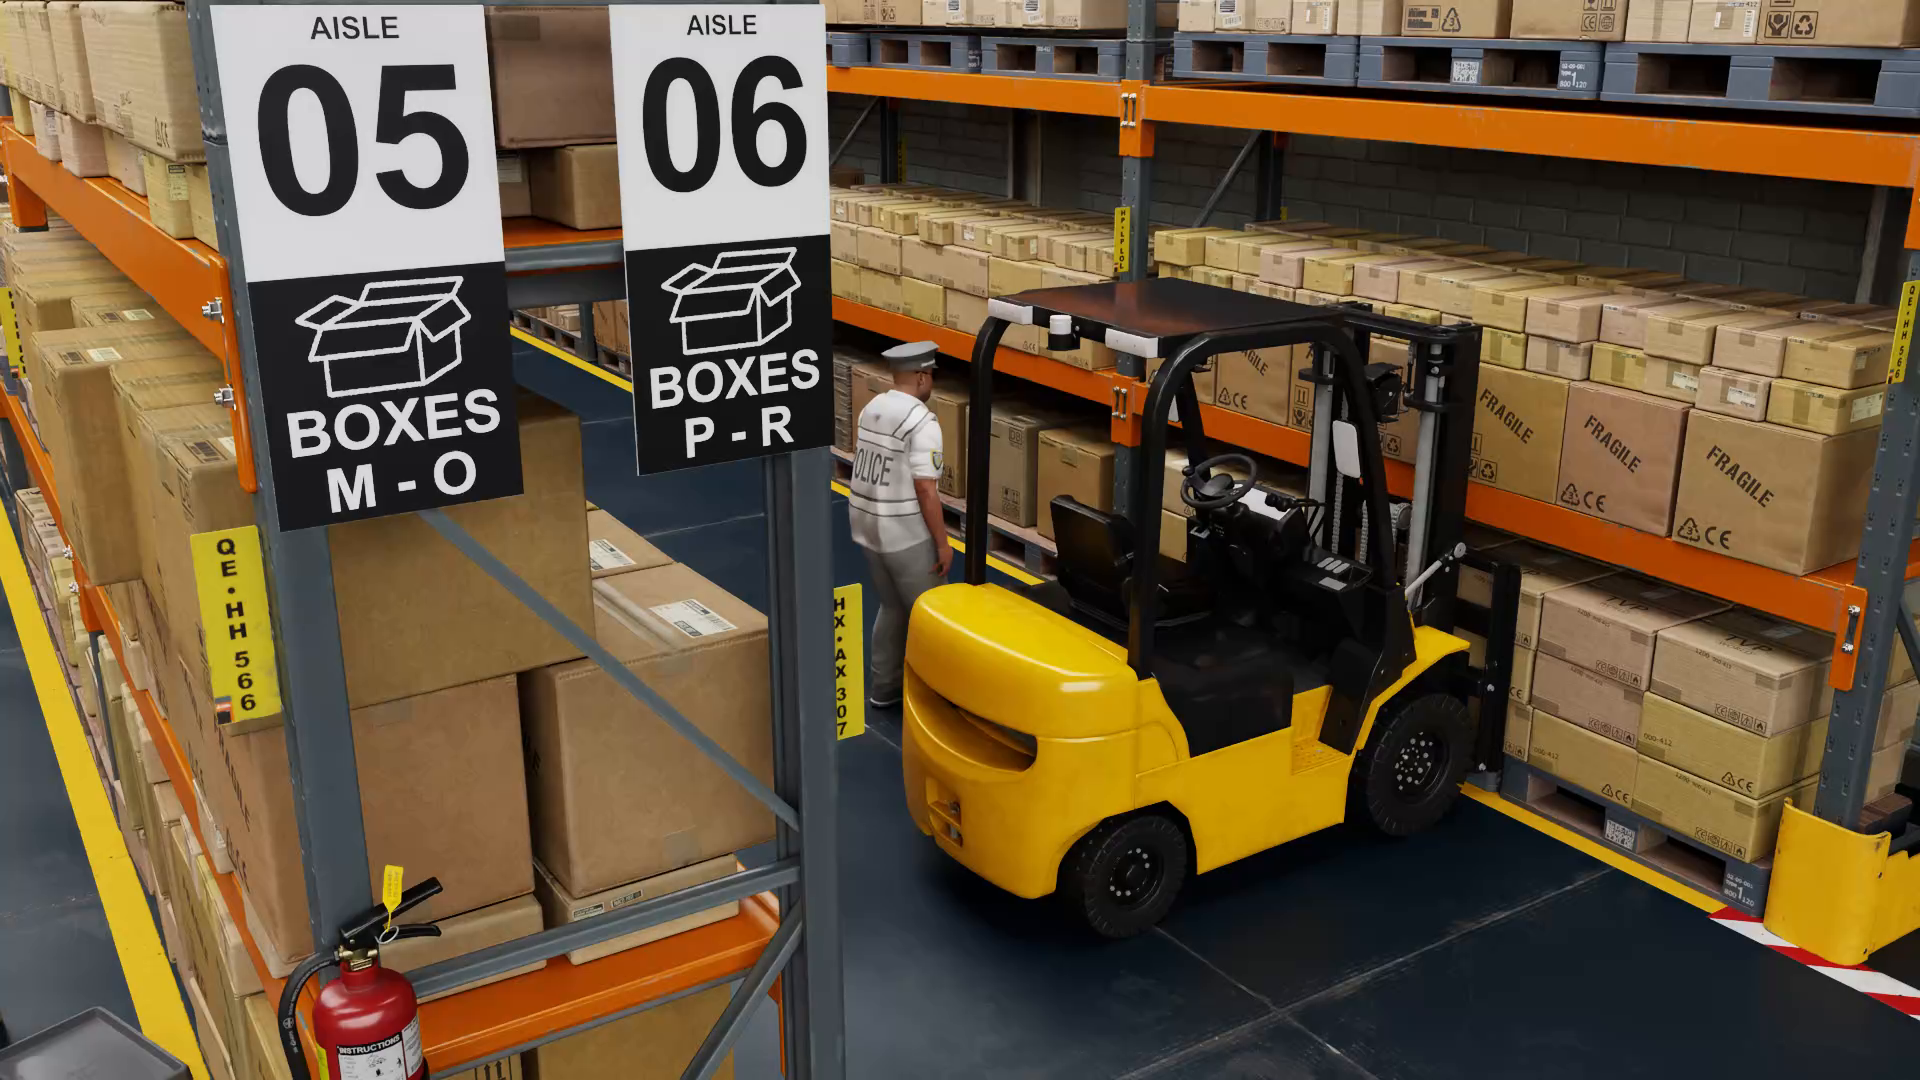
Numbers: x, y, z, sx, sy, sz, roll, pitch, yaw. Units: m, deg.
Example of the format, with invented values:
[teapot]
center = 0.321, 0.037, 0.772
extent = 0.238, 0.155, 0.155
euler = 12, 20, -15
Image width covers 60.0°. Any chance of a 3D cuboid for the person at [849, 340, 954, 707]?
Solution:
[person]
center = -0.261, -0.025, 7.621
extent = 0.436, 1.747, 0.599
euler = -13, 22, -35
